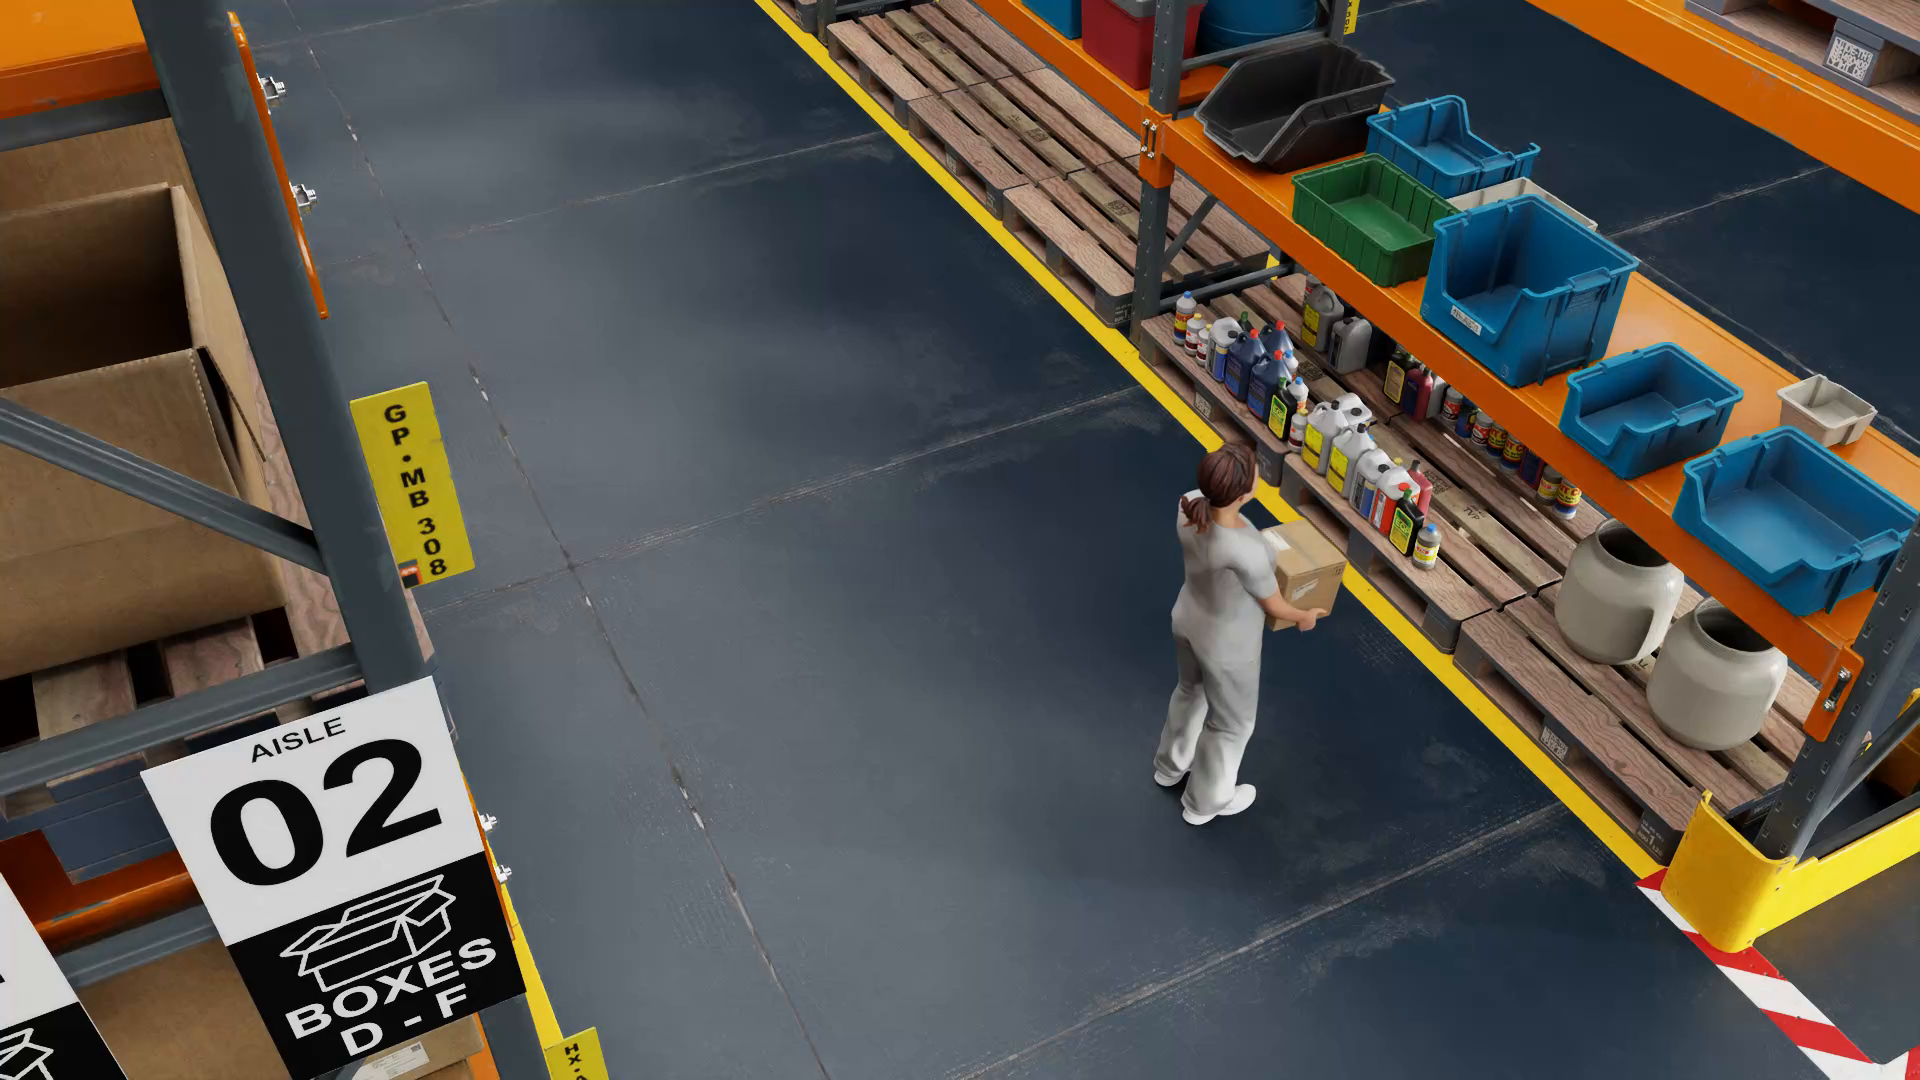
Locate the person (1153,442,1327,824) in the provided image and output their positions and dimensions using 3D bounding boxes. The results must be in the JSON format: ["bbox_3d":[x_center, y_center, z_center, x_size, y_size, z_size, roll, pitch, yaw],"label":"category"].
[{"bbox_3d":[0.965,0.308,5.819,0.549,1.667,0.434,-19,45,-20],"label":"person"}]
